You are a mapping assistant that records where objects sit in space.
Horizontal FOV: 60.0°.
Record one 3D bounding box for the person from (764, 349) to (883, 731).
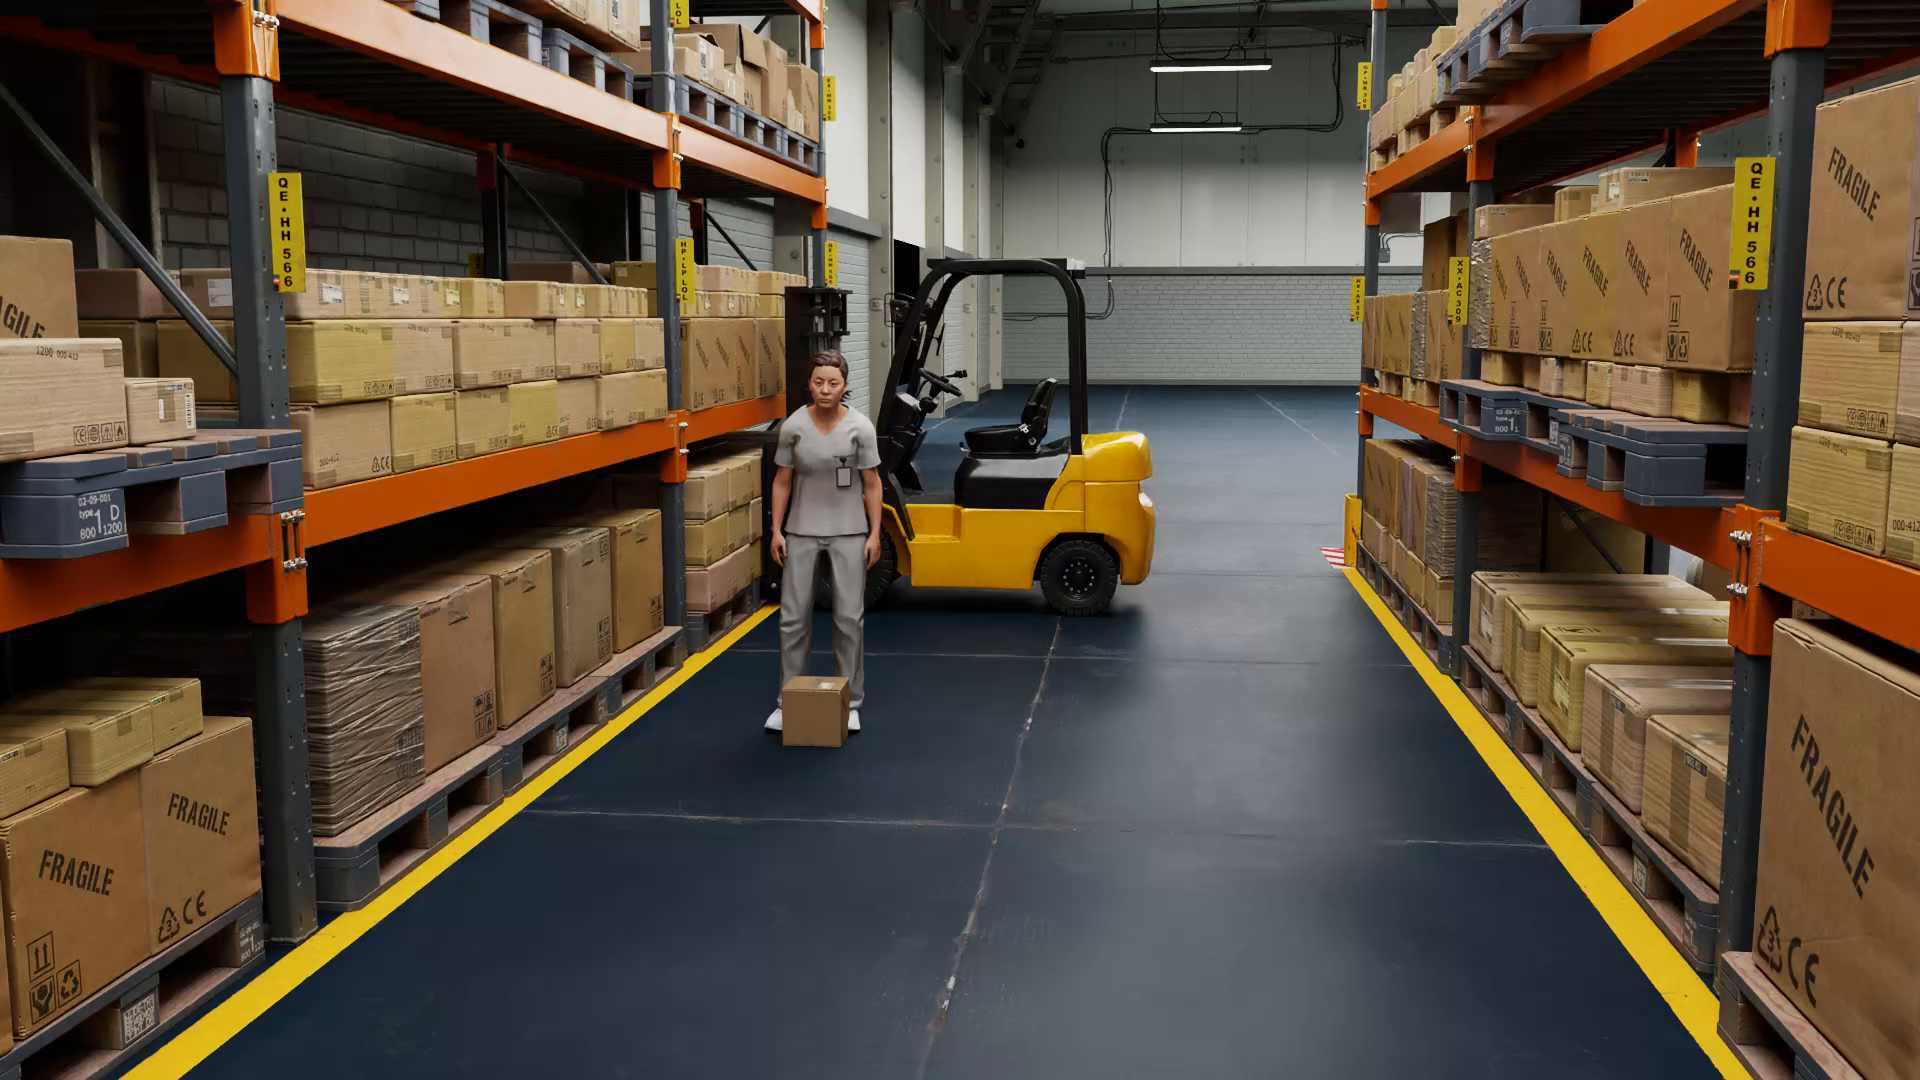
[{"bbox_3d":[-0.597,0.001,7.313,0.513,1.668,0.359,0,8,3],"label":"person"}]
